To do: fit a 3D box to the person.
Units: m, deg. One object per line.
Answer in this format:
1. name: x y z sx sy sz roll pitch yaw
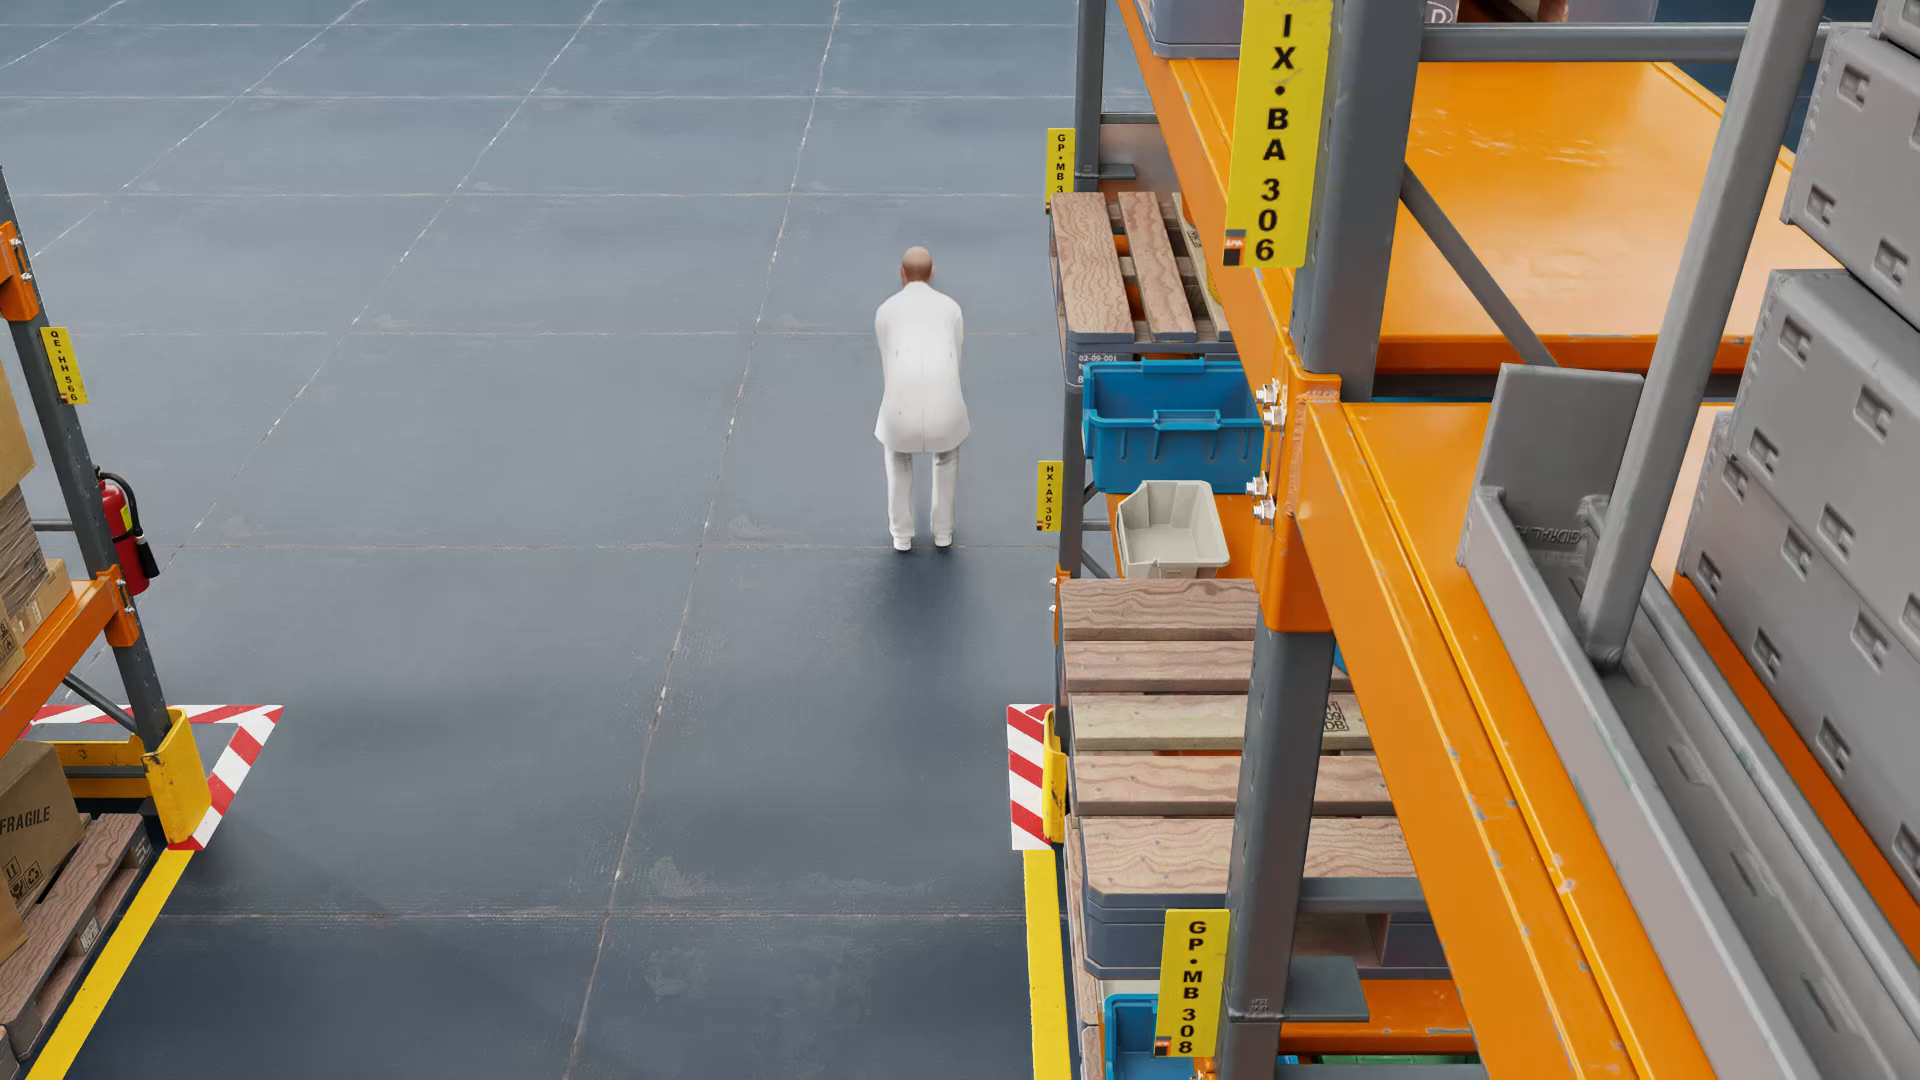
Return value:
1. person: -0.212 -0.786 9.352 0.540 1.689 0.633 -1 31 -1
